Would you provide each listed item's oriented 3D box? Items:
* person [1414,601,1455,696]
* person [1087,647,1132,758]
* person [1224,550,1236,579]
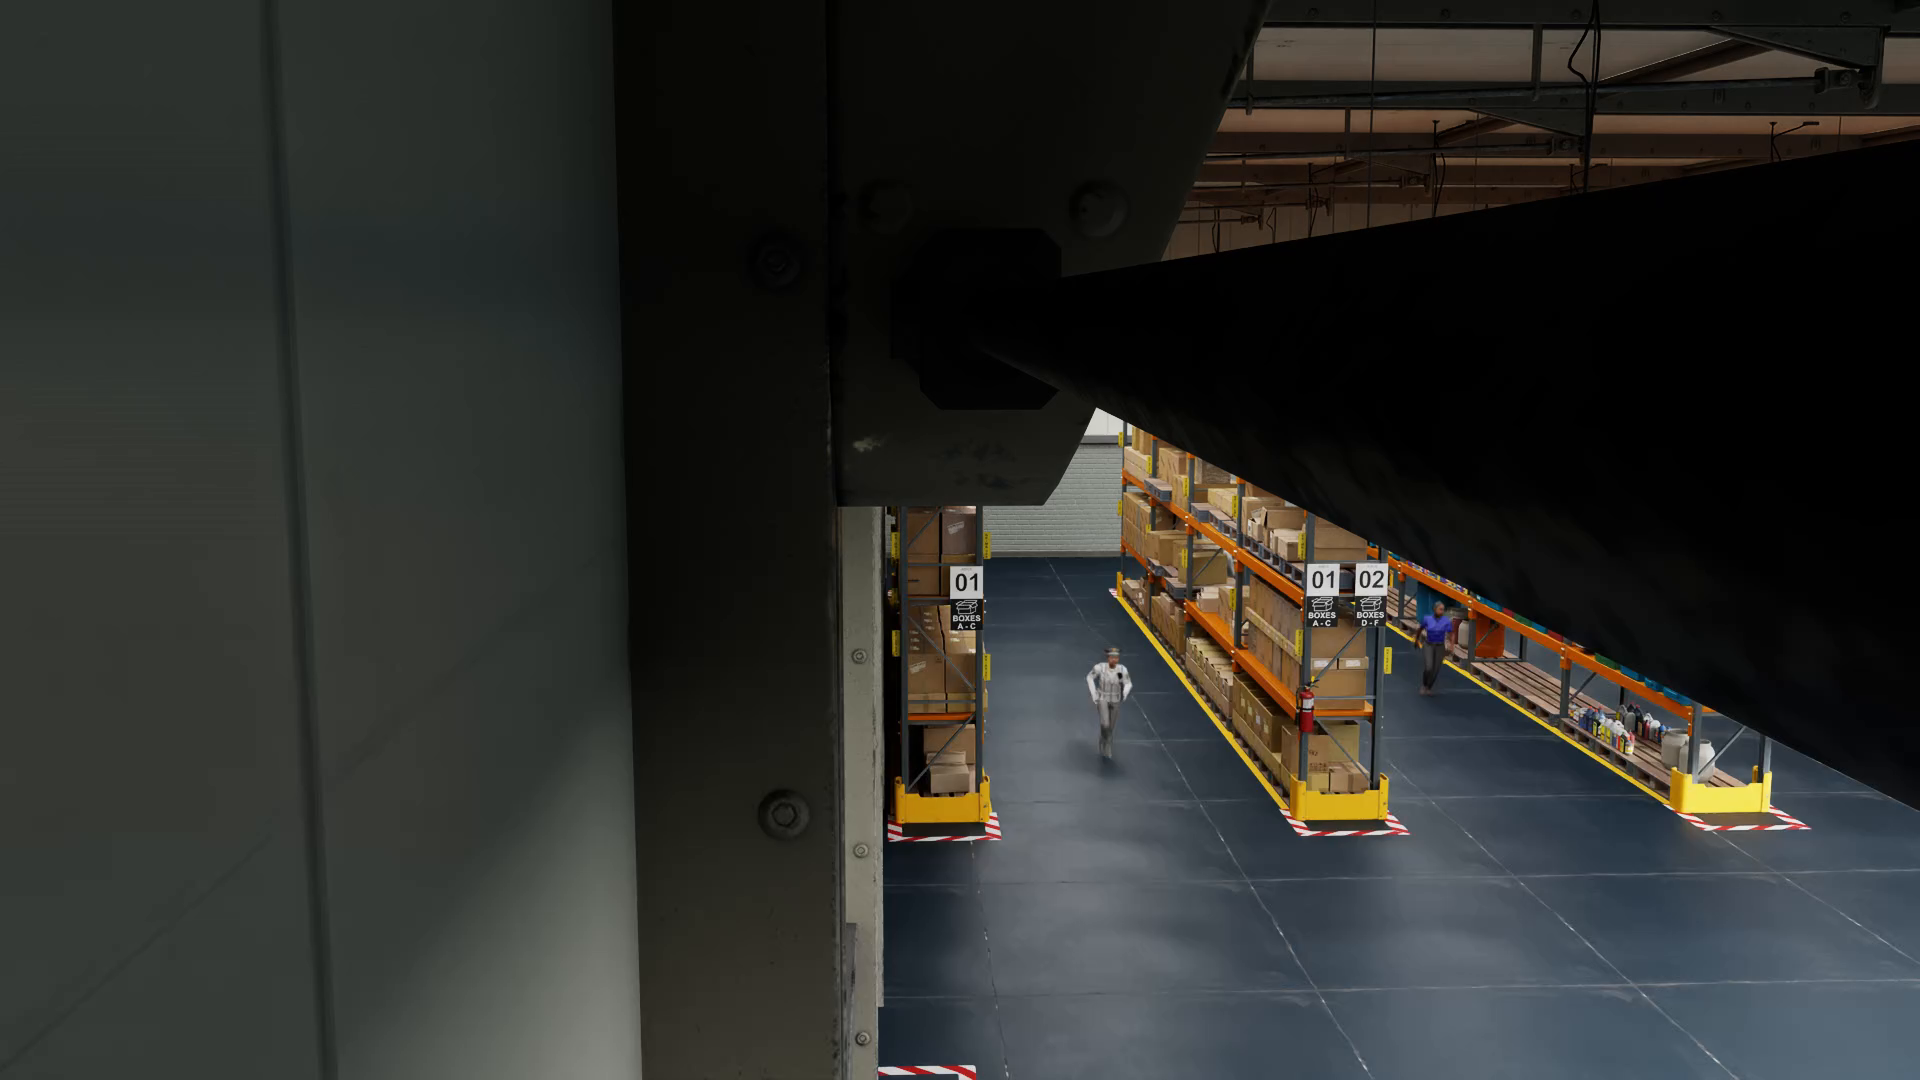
[{"bbox_3d":[7.677,1.766,26.834,0.561,1.609,0.772,1,8,4],"label":"person"},{"bbox_3d":[2.108,2.262,23.405,0.613,1.617,0.770,-1,8,-8],"label":"person"},{"bbox_3d":[5.779,0.432,36.184,0.566,1.700,0.659,-1,8,-10],"label":"person"}]
